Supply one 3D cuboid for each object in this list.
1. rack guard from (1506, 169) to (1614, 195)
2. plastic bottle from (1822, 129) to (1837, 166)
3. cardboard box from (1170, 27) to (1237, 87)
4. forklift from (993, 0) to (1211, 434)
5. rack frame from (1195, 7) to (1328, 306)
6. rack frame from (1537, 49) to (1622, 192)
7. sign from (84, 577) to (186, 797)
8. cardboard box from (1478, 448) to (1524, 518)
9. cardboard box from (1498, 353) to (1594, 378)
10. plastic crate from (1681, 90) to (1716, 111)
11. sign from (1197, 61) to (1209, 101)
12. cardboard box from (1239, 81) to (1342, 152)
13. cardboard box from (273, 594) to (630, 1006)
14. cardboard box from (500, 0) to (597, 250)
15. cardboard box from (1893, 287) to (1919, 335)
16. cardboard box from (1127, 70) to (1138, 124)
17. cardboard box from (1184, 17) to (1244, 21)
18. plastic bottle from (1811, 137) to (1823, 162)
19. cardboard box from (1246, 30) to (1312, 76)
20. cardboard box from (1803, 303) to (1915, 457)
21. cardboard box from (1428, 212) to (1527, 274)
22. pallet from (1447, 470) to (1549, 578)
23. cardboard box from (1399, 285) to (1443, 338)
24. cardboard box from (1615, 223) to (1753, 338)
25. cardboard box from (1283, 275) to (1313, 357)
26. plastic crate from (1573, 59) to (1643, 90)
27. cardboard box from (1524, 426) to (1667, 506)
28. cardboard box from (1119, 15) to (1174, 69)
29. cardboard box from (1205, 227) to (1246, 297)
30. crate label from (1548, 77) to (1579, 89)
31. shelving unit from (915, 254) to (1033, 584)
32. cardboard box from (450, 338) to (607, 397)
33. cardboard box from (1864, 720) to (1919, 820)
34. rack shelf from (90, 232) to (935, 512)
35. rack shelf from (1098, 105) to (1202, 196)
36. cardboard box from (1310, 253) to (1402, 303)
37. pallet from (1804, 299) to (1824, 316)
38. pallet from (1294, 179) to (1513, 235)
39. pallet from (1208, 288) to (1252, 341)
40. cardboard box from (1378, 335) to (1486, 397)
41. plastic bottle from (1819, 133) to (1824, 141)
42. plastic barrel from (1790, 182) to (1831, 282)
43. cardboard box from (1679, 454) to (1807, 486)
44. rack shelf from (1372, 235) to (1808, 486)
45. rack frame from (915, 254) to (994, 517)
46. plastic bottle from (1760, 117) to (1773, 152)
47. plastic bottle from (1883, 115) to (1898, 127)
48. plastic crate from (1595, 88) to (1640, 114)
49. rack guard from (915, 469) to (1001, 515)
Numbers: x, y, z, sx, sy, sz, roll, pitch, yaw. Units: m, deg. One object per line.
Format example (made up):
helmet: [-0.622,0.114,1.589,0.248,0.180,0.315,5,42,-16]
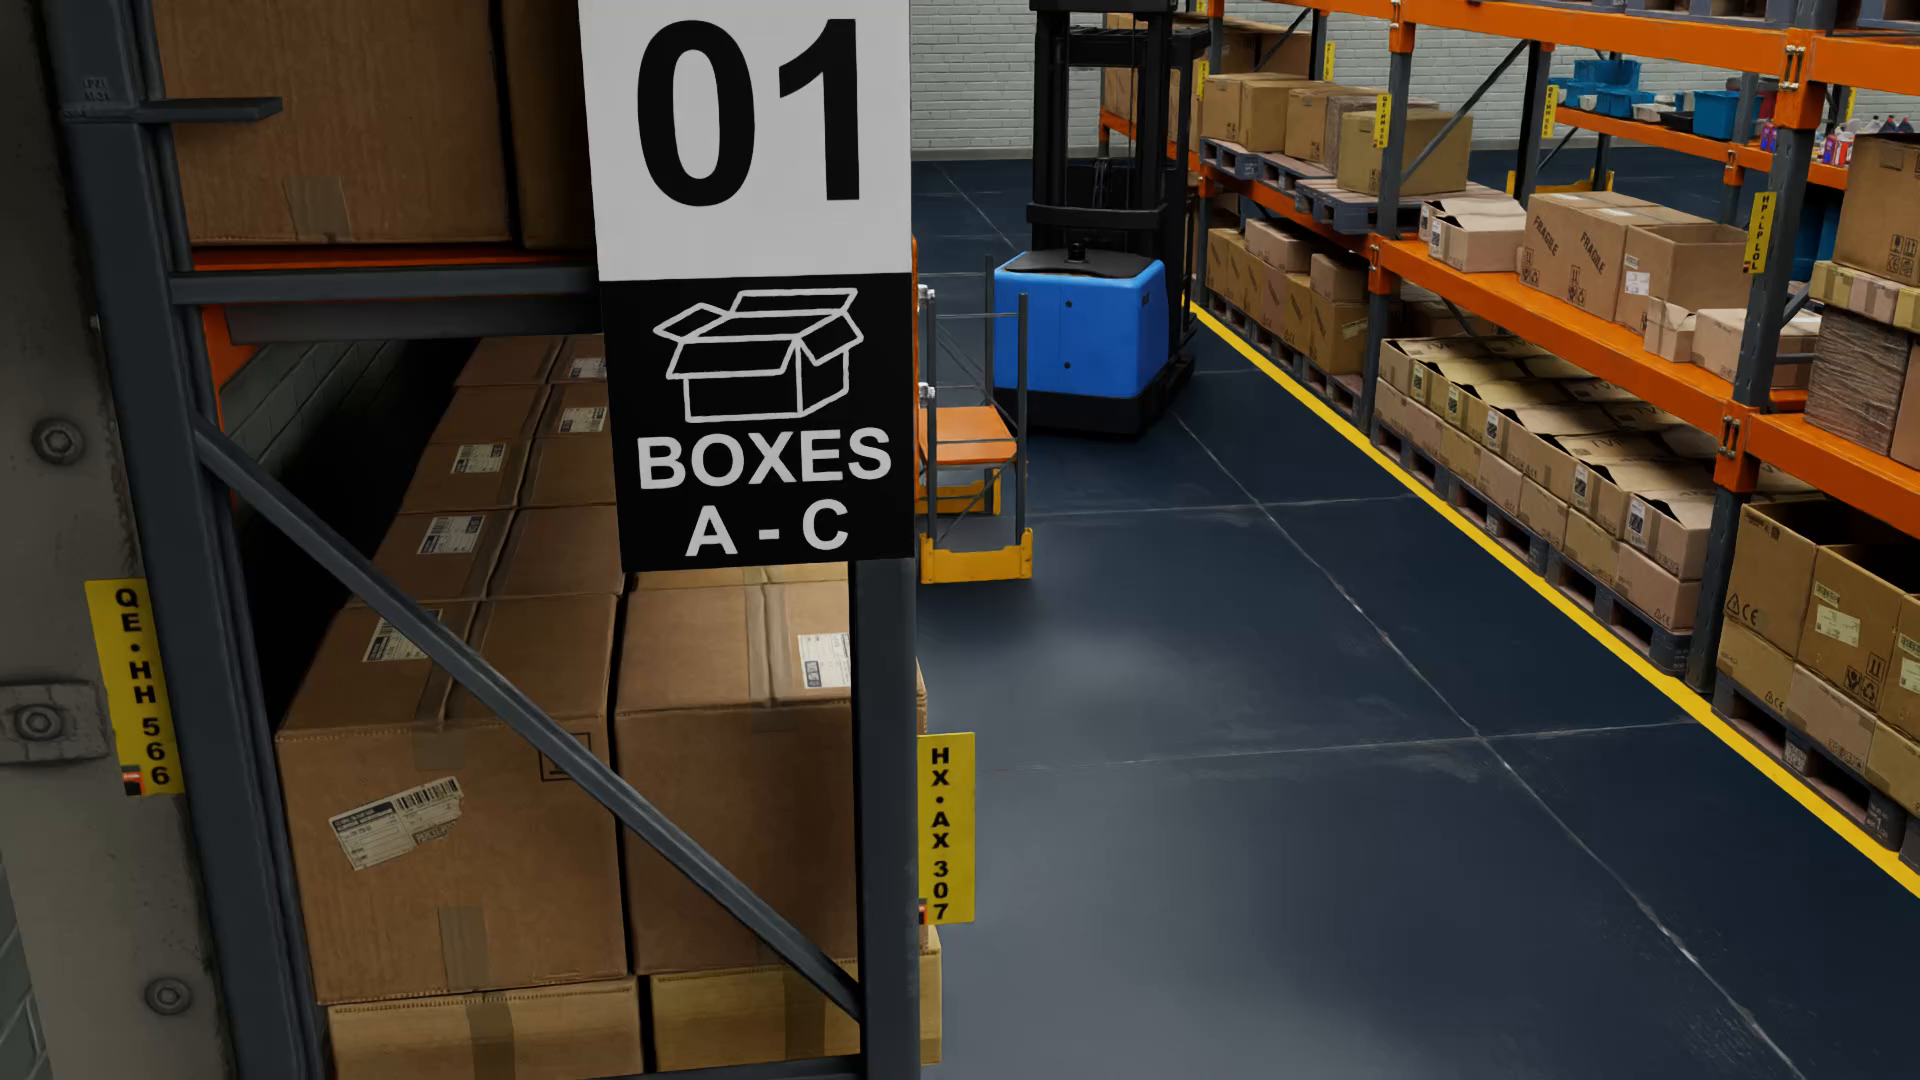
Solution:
rack guard: [6.916,-4.003,19.219,1.175,0.500,0.348,-3,21,-8]
plastic bottle: [7.268,-3.271,13.853,0.061,0.283,0.133,-3,21,-8]
cardboard box: [2.202,-4.387,15.104,0.500,0.500,0.500,-3,21,-9]
forklift: [1.122,-2.549,11.851,1.130,2.935,3.031,7,21,17]
rack frame: [2.607,-3.533,14.388,1.000,3.000,0.127,-3,21,-8]
rack frame: [6.933,-5.166,18.762,1.000,3.000,0.127,-3,21,-8]
sign: [-1.116,0.204,2.277,0.100,0.325,0.005,-3,21,-8]
cardboard box: [3.197,-0.329,9.140,0.500,0.250,0.500,-2,21,-7]
cardboard box: [3.584,-0.971,10.056,0.500,0.311,0.500,-3,21,-9]
plastic crate: [7.472,-4.292,16.504,0.437,0.282,0.530,-3,21,-8]
sign: [2.071,-3.908,14.156,0.100,0.325,0.005,-3,21,-8]
cardboard box: [2.616,-3.366,13.199,0.700,0.500,0.500,0,20,1]
cardboard box: [-0.843,0.430,2.891,0.500,0.500,0.500,-3,21,-8]
cardboard box: [-0.365,-0.717,2.390,0.500,0.500,0.500,-2,21,-6]
cardboard box: [3.683,-0.835,6.094,0.380,0.149,0.250,-3,21,-9]
cardboard box: [1.983,-4.445,16.688,0.500,0.500,0.500,-3,21,-8]
cardboard box: [2.520,-4.939,16.580,0.500,0.500,0.500,-2,21,-6]
plastic bottle: [7.256,-3.307,14.067,0.097,0.201,0.097,0,20,0]
cardboard box: [2.818,-4.225,14.671,0.500,0.500,0.500,-2,21,-6]
cardboard box: [3.831,-0.657,6.544,0.700,0.500,0.500,-3,21,-9]
cardboard box: [3.121,-1.787,9.840,0.500,0.311,0.500,-3,21,-8]
pallet: [3.436,-0.133,9.271,1.003,0.211,1.213,-3,21,-8]
cardboard box: [3.320,-1.536,11.986,0.500,0.500,0.500,-4,21,-10]
cardboard box: [3.590,-1.259,8.157,0.500,0.500,0.500,-1,21,-4]
cardboard box: [2.742,-1.674,12.356,0.500,0.500,0.500,-4,21,-10]
plastic crate: [7.166,-5.105,18.460,0.616,0.435,0.499,-3,21,-8]
cardboard box: [3.268,-0.413,8.563,0.500,0.311,0.500,-3,21,-8]
cardboard box: [1.917,-5.086,16.973,0.500,0.500,0.500,-3,21,-7]
cardboard box: [2.436,-2.388,14.267,0.500,0.500,0.500,-4,21,-10]
crate label: [6.643,-5.014,18.507,0.416,0.233,0.303,-3,21,-8]
shelving unit: [0.011,-0.676,8.883,0.587,1.500,1.083,-3,21,-8]
cardboard box: [-1.143,-0.277,4.785,0.500,0.500,0.500,-2,21,-6]
cardboard box: [3.661,0.851,5.980,0.500,0.250,0.500,-3,21,-8]
rack shelf: [-0.853,-0.888,4.047,1.077,0.370,4.000,-3,21,-8]
rack shelf: [2.319,-3.888,16.368,1.077,0.370,4.000,-3,21,-8]
cardboard box: [2.804,-1.866,11.796,0.500,0.250,0.500,-2,21,-6]
pallet: [7.759,-1.783,13.687,1.003,0.211,1.213,-3,21,-8]
pallet: [3.017,-2.289,11.333,1.213,0.211,1.003,-3,21,-8]
pallet: [2.762,-1.947,14.127,1.003,0.211,1.213,-3,21,-8]
cardboard box: [2.969,-1.123,10.464,0.500,0.311,0.500,-2,21,-6]
plastic bottle: [7.373,-3.395,14.303,0.097,0.201,0.097,0,20,0]
plastic barrel: [7.571,-2.806,14.841,0.600,0.901,0.708,-3,21,-8]
cardboard box: [3.880,-0.264,8.163,0.500,0.311,0.500,-3,21,-8]
rack shelf: [3.472,-1.119,8.952,1.077,0.370,4.000,-3,21,-8]
rack frame: [-0.061,-0.849,9.346,0.500,1.500,0.032,-3,21,-8]
plastic bottle: [7.140,-3.578,14.676,0.061,0.283,0.133,-3,21,-8]
plastic bottle: [7.966,-3.457,14.254,0.144,0.351,0.185,-3,21,-8]
plastic crate: [6.832,-4.558,17.287,0.416,0.233,0.300,-3,21,-8]
rack guard: [-0.061,-0.263,9.563,0.587,0.250,0.087,-3,21,-8]
